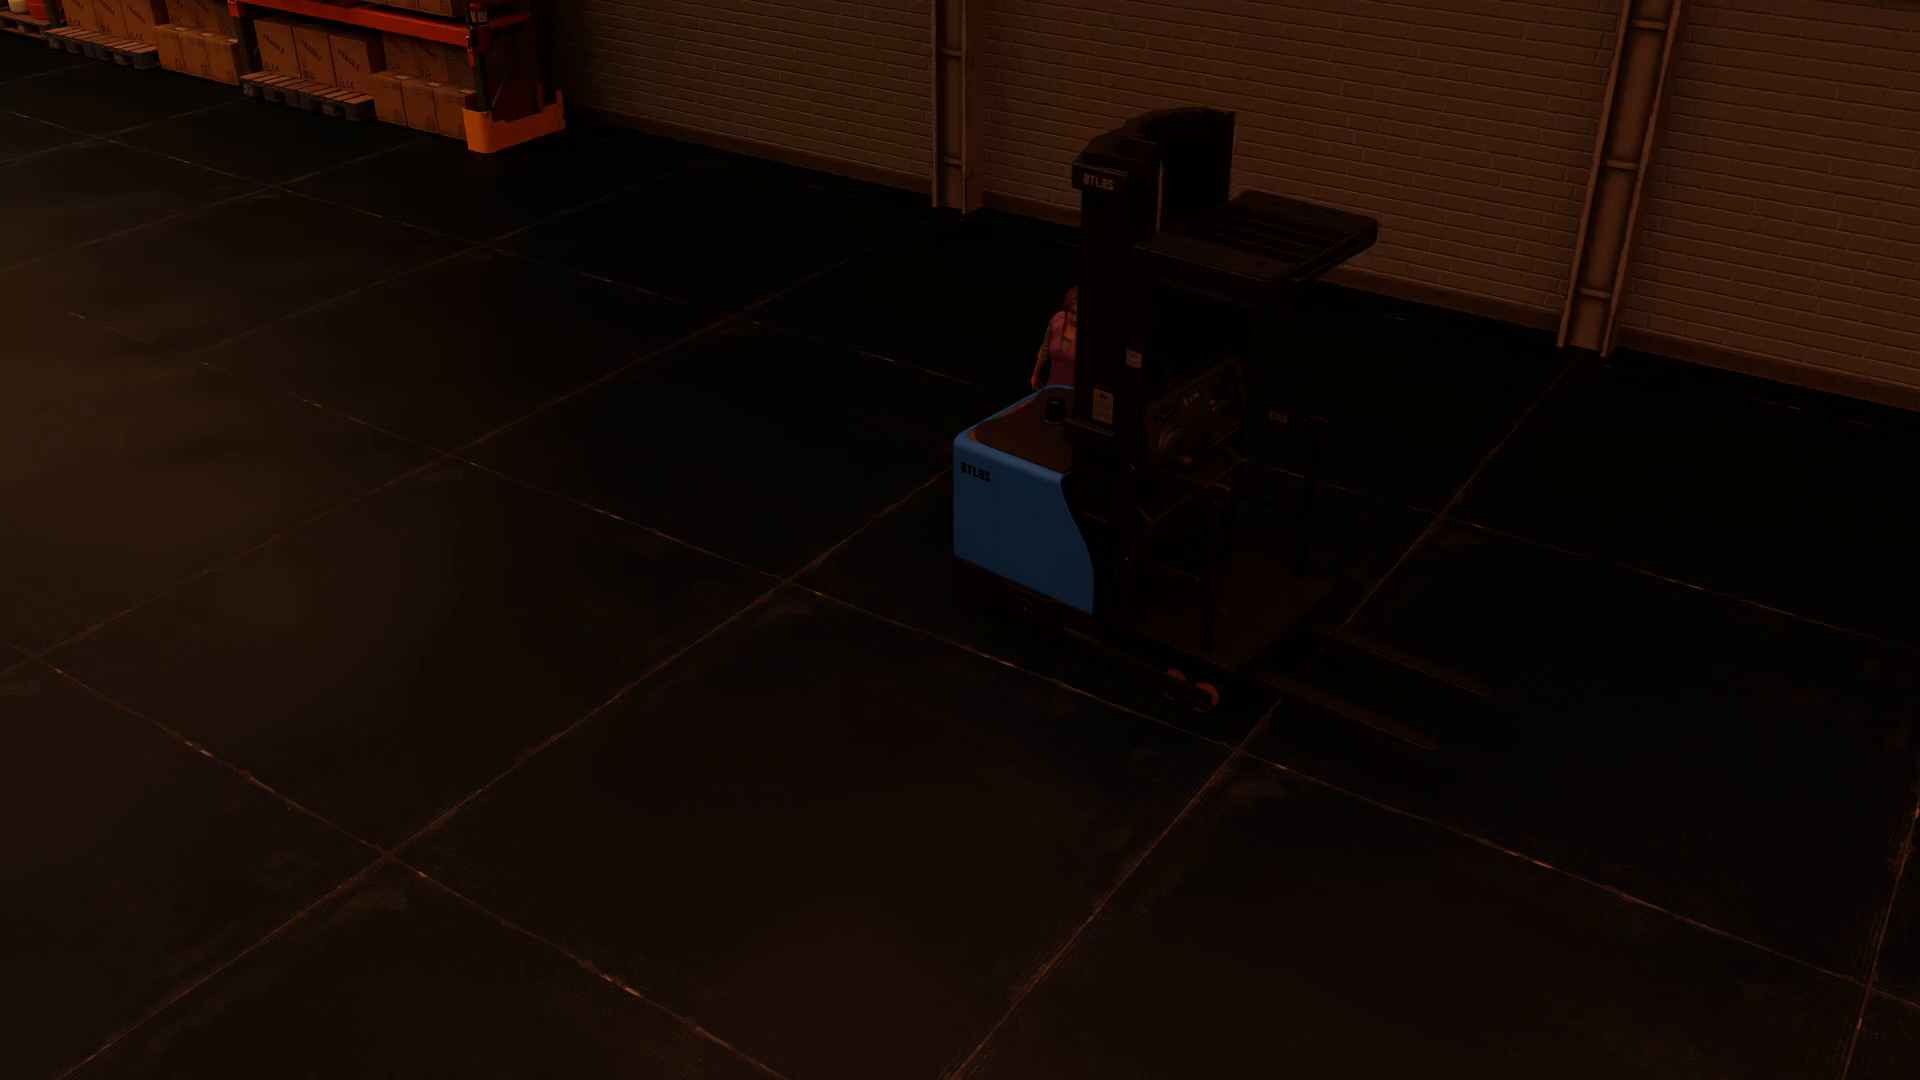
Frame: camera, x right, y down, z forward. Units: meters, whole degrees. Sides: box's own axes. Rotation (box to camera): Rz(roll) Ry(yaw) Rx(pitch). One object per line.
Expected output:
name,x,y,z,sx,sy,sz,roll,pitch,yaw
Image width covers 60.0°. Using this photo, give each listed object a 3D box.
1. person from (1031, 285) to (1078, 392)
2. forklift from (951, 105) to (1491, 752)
person,0.743,-0.900,10.522,0.740,1.570,0.401,19,35,29
forklift,1.403,-0.641,8.685,3.031,2.935,1.130,23,37,33
